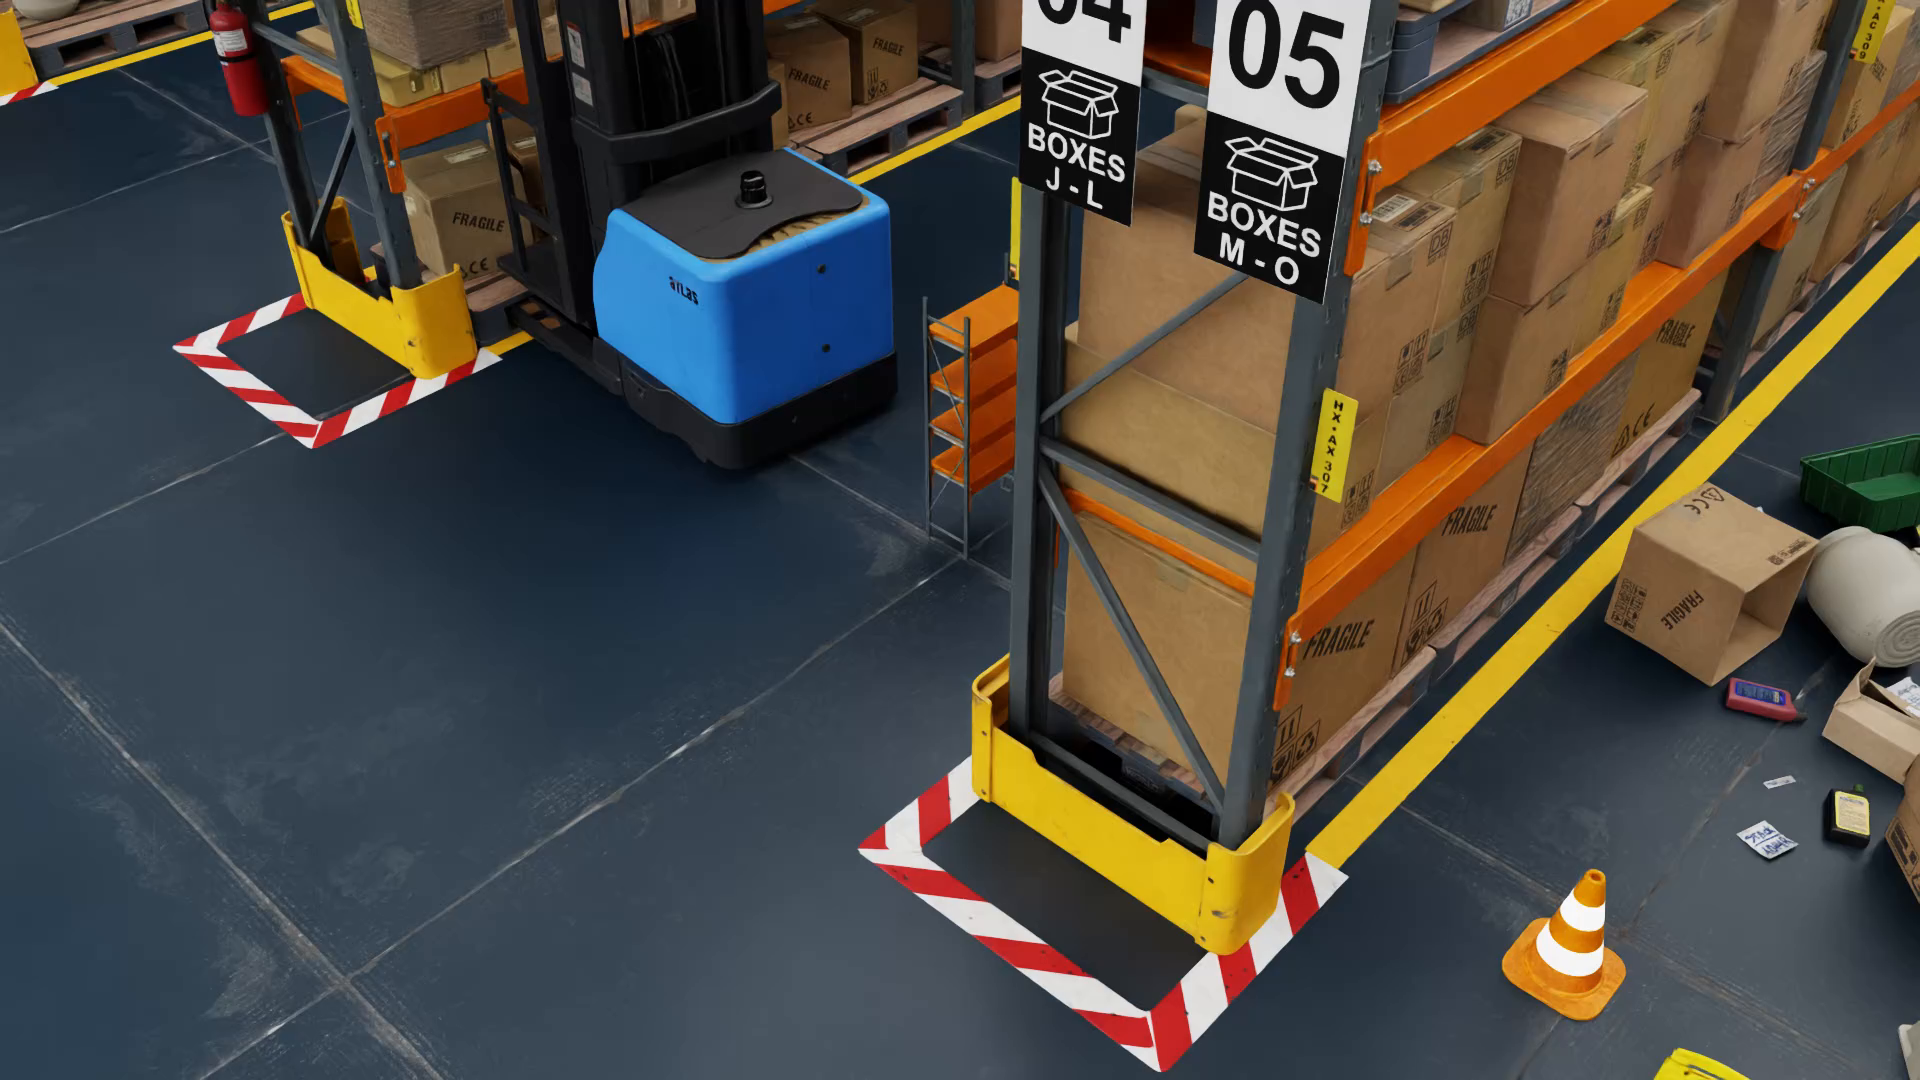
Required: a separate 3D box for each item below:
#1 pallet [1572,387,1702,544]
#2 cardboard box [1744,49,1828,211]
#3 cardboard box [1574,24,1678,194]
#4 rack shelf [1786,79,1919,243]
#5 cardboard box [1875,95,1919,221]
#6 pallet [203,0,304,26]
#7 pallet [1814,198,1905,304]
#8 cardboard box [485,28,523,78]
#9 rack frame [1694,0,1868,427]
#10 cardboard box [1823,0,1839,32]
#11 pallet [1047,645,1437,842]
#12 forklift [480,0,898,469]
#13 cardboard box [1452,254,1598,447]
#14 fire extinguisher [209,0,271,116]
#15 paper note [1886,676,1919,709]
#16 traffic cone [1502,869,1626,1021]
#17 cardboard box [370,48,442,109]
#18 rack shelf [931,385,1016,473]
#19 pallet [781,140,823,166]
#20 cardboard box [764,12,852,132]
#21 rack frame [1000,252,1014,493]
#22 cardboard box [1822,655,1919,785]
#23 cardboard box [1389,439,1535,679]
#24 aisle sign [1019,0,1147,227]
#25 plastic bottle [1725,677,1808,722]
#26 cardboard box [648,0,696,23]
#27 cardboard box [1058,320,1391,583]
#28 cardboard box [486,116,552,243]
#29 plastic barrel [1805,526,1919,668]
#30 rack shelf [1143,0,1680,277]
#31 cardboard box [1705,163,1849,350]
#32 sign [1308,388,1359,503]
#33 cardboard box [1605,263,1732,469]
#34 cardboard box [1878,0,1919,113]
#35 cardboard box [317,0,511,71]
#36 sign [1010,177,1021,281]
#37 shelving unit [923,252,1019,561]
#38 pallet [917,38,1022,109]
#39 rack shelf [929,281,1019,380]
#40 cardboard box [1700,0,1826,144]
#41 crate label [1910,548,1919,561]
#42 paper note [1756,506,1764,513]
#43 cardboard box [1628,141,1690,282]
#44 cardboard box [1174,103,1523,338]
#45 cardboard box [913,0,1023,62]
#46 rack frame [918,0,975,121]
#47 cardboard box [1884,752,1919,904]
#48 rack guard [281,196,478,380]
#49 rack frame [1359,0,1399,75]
[{"bbox_3d":[2.707,-0.543,7.764,1.003,0.211,1.213,30,47,32],"label":"pallet"},{"bbox_3d":[3.038,-1.836,7.028,0.875,0.550,0.550,30,47,32],"label":"cardboard box"},{"bbox_3d":[1.901,-1.539,5.787,0.875,0.550,0.500,30,47,32],"label":"cardboard box"},{"bbox_3d":[4.627,-2.589,8.673,1.077,0.370,4.000,30,47,32],"label":"rack shelf"},{"bbox_3d":[4.912,-2.428,9.363,1.050,0.750,0.750,30,48,32],"label":"cardboard box"},{"bbox_3d":[-5.278,-4.215,12.381,1.003,0.211,1.213,30,47,32],"label":"pallet"},{"bbox_3d":[4.566,-1.809,9.356,1.003,0.211,1.213,30,47,32],"label":"pallet"},{"bbox_3d":[-2.283,-2.391,8.048,0.380,0.149,0.250,30,47,32],"label":"cardboard box"},{"bbox_3d":[3.278,-1.951,7.294,1.000,3.000,0.127,30,47,32],"label":"rack frame"},{"bbox_3d":[3.608,-2.612,7.242,0.700,0.500,0.500,29,47,31],"label":"cardboard box"},{"bbox_3d":[1.061,0.578,6.354,1.003,0.211,1.213,30,47,32],"label":"pallet"},{"bbox_3d":[-1.653,-2.304,7.792,1.130,2.935,3.031,-29,47,-31],"label":"forklift"},{"bbox_3d":[1.621,-0.828,5.761,0.875,0.550,0.550,30,47,32],"label":"cardboard box"},{"bbox_3d":[-3.431,-2.353,7.862,0.296,0.674,0.183,30,47,32],"label":"fire extinguisher"},{"bbox_3d":[3.712,0.606,6.470,0.155,0.023,0.172,-18,42,-21],"label":"paper note"},{"bbox_3d":[1.986,1.231,5.330,0.336,0.463,0.334,30,47,32],"label":"traffic cone"},{"bbox_3d":[-2.646,-2.175,7.777,0.380,0.149,0.250,30,47,32],"label":"cardboard box"},{"bbox_3d":[0.112,-0.493,7.014,0.258,0.148,0.480,30,47,32],"label":"rack shelf"},{"bbox_3d":[-1.565,-2.103,9.725,1.003,0.211,1.213,30,47,32],"label":"pallet"},{"bbox_3d":[-0.996,-2.833,10.074,0.500,0.500,0.500,-19,42,-22],"label":"cardboard box"},{"bbox_3d":[0.276,-0.658,7.113,0.240,1.200,0.015,30,47,32],"label":"rack frame"},{"bbox_3d":[3.478,0.682,6.179,0.258,0.266,0.396,-26,45,-29],"label":"cardboard box"},{"bbox_3d":[1.580,-0.191,6.450,0.875,0.875,0.875,29,47,31],"label":"cardboard box"},{"bbox_3d":[0.310,-1.225,4.291,0.394,0.787,0.004,30,47,32],"label":"aisle sign"},{"bbox_3d":[3.113,0.623,6.417,0.283,0.061,0.133,14,41,17],"label":"plastic bottle"},{"bbox_3d":[-1.562,-2.824,8.593,0.380,0.149,0.250,30,47,32],"label":"cardboard box"},{"bbox_3d":[0.796,-0.362,5.175,0.875,0.550,0.550,30,47,32],"label":"cardboard box"},{"bbox_3d":[-2.202,-1.998,9.023,0.500,0.500,0.500,-22,43,-25],"label":"cardboard box"},{"bbox_3d":[3.645,0.222,6.630,0.421,0.421,0.512,-5,39,-6],"label":"plastic barrel"},{"bbox_3d":[1.928,-1.925,5.429,1.077,0.370,4.000,30,47,32],"label":"rack shelf"},{"bbox_3d":[3.630,-1.558,8.270,1.050,0.750,0.750,29,47,32],"label":"cardboard box"},{"bbox_3d":[0.985,-0.248,4.392,0.100,0.325,0.005,30,47,32],"label":"sign"},{"bbox_3d":[2.802,-1.025,7.498,0.875,0.875,0.875,30,48,32],"label":"cardboard box"},{"bbox_3d":[4.171,-2.351,7.717,0.500,0.500,0.500,30,47,32],"label":"cardboard box"},{"bbox_3d":[-2.623,-2.640,7.840,0.875,0.500,0.500,30,47,32],"label":"cardboard box"},{"bbox_3d":[0.188,-0.894,4.843,0.100,0.325,0.005,30,47,32],"label":"sign"},{"bbox_3d":[0.112,-0.546,6.972,0.258,1.200,0.503,30,47,32],"label":"shelving unit"},{"bbox_3d":[0.209,-3.347,11.290,1.003,0.211,1.213,30,47,32],"label":"pallet"},{"bbox_3d":[0.112,-0.853,6.728,0.258,0.148,0.480,30,47,32],"label":"rack shelf"},{"bbox_3d":[2.718,-1.976,6.337,0.875,0.550,0.550,30,47,32],"label":"cardboard box"},{"bbox_3d":[4.009,0.149,6.953,0.298,0.136,0.250,2,39,2],"label":"crate label"},{"bbox_3d":[3.493,-0.100,7.351,0.147,0.020,0.142,2,39,2],"label":"paper note"},{"bbox_3d":[2.232,-1.375,6.448,0.875,0.550,0.550,30,47,32],"label":"cardboard box"},{"bbox_3d":[1.161,-1.041,5.161,0.875,0.550,0.550,30,47,32],"label":"cardboard box"},{"bbox_3d":[0.115,-3.547,10.956,0.700,0.500,0.500,26,45,29],"label":"cardboard box"},{"bbox_3d":[-0.315,-4.080,9.972,1.000,3.000,0.127,30,47,32],"label":"rack frame"},{"bbox_3d":[3.617,1.025,5.556,0.797,0.503,0.637,2,39,2],"label":"cardboard box"},{"bbox_3d":[-2.963,-1.299,8.482,1.175,0.500,0.348,30,47,32],"label":"rack guard"},{"bbox_3d":[0.579,-2.462,3.116,1.000,3.000,0.127,30,47,32],"label":"rack frame"}]
